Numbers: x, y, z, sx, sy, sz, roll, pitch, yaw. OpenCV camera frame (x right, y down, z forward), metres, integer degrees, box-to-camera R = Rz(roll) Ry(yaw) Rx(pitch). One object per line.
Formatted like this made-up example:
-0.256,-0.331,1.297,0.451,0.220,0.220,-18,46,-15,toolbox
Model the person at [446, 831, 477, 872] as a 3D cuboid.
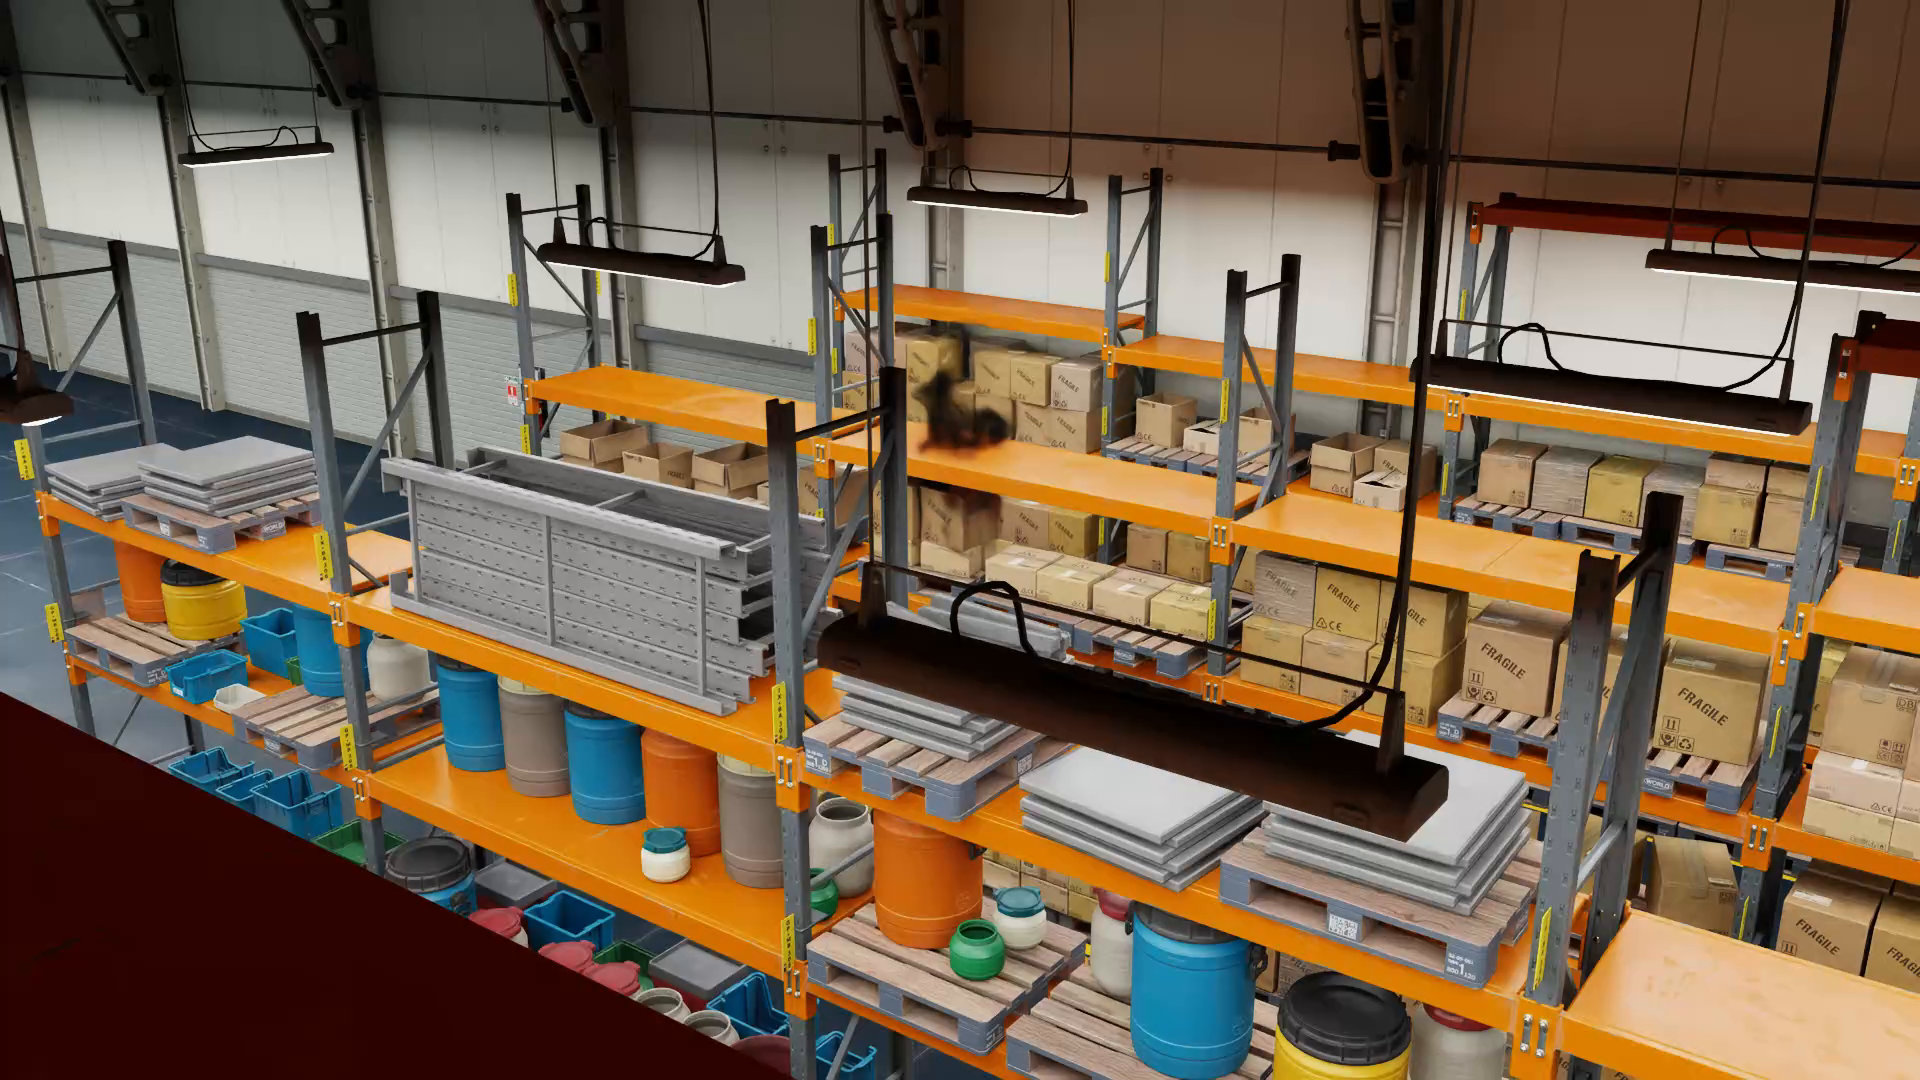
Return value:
-4.313,2.687,14.550,0.678,1.635,0.516,12,22,31,person
